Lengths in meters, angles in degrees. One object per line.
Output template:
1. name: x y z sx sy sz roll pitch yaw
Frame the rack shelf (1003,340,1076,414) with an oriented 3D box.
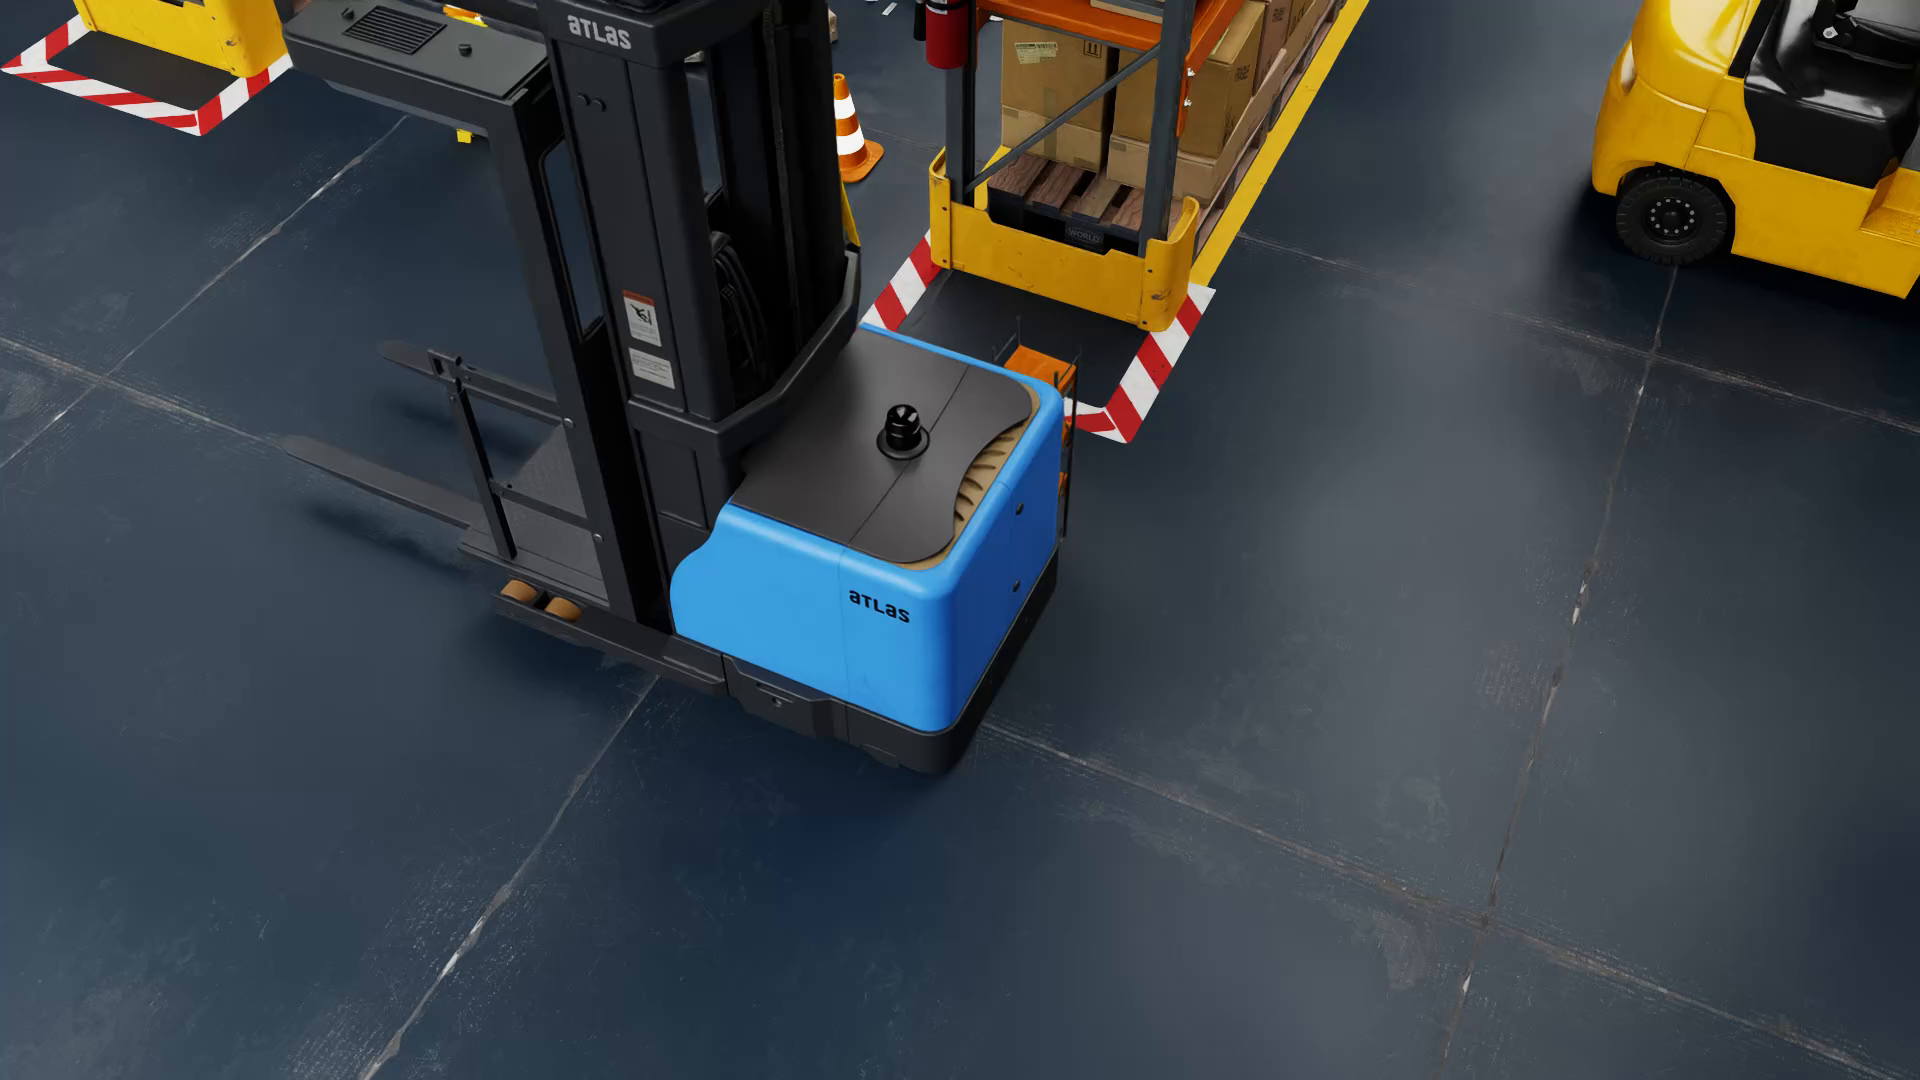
1. rack shelf: 0.266 -0.518 5.957 0.240 0.259 0.215 23 53 18

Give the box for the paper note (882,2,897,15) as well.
1. paper note: -0.380 -2.877 9.007 0.032 0.001 0.123 20 52 16

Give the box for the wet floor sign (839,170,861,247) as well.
1. wet floor sign: -0.636 -1.583 7.489 0.232 0.644 0.267 -37 59 -27

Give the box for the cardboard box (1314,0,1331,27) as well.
1. cardboard box: 1.672 -2.915 8.606 0.500 0.250 0.500 21 53 17

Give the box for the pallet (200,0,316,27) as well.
1. pallet: -3.835 -3.342 9.271 1.003 0.211 1.213 20 52 16

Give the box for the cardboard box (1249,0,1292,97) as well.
1. cardboard box: 1.236 -2.460 7.726 0.500 0.500 0.500 18 52 15

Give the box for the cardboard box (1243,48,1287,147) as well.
1. cardboard box: 1.232 -2.188 7.987 0.500 0.250 0.500 22 53 17

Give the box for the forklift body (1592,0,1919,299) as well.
1. forklift body: 4.063 -2.141 6.974 2.313 2.155 1.214 20 52 16

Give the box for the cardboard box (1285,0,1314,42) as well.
1. cardboard box: 1.458 -2.803 8.018 0.500 0.500 0.500 21 53 17

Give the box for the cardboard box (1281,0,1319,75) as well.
1. cardboard box: 1.454 -2.568 8.311 0.500 0.250 0.500 23 53 18

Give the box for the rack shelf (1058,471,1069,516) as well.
1. rack shelf: 0.264 -0.153 6.383 0.240 0.259 0.215 23 53 18

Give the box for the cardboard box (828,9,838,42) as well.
1. cardboard box: -0.854 -2.764 8.820 0.250 0.149 0.380 -28 55 -22

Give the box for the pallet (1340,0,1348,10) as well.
1. pallet: 1.867 -3.506 9.410 1.003 0.211 1.213 20 52 16

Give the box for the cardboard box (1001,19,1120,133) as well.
1. cardboard box: 0.519 -2.253 7.550 0.500 0.500 0.500 20 53 16

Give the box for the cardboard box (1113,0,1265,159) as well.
1. cardboard box: 1.017 -2.099 7.419 0.500 0.500 0.500 18 52 15

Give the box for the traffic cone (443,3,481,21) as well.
1. traffic cone: -2.595 -2.751 8.603 0.336 0.463 0.334 20 52 16

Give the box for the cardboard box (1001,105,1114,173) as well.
1. cardboard box: 0.525 -2.035 7.857 0.500 0.250 0.500 20 52 16

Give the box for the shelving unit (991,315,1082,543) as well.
1. shelving unit: 0.265 -0.340 6.164 0.252 1.050 0.215 23 53 18

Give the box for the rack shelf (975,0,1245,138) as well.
1. rack shelf: 1.267 -3.273 7.853 1.077 0.370 4.000 20 52 16

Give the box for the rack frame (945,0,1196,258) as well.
1. rack frame: 0.413 -2.129 6.407 1.000 3.000 0.127 20 52 16

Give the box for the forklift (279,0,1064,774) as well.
1. forklift: -1.191 -0.918 5.422 3.031 2.935 1.130 20 52 16

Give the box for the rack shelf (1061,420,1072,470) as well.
1. rack shelf: 0.265 -0.333 6.172 0.240 0.259 0.215 23 53 18

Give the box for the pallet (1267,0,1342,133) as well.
1. pallet: 1.347 -2.663 8.692 1.003 0.211 1.213 20 52 16

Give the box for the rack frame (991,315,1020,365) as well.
1. rack frame: 0.158 -0.386 6.203 0.008 1.050 0.200 23 53 18

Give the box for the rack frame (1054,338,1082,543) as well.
1. rack frame: 0.371 -0.295 6.126 0.008 1.050 0.200 23 53 18

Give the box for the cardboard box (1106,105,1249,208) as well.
1. cardboard box: 1.007 -1.839 7.690 0.500 0.250 0.500 19 52 16

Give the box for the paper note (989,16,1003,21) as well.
1. paper note: 0.203 -2.852 8.971 0.142 0.019 0.148 4 50 3

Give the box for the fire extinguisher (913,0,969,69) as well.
1. fire extinguisher: -0.053 -2.175 6.497 0.296 0.674 0.183 20 52 16

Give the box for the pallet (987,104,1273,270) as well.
1. pallet: 0.824 -1.826 7.980 1.003 0.211 1.213 20 52 16

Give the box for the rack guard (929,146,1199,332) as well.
1. rack guard: 0.445 -1.371 7.404 1.175 0.500 0.348 20 52 16

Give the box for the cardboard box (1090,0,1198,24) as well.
1. cardboard box: 0.745 -2.214 6.644 0.380 0.149 0.250 20 52 16

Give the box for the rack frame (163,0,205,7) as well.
1. rack frame: -4.106 -3.670 7.718 1.000 3.000 0.127 20 52 16

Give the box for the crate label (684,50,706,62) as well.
1. crate label: -1.439 -2.606 8.692 0.250 0.136 0.298 -4 50 -3

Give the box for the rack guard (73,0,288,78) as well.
1. rack guard: -4.116 -2.843 8.656 1.175 0.500 0.348 20 52 16

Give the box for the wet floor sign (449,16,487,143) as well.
1. wet floor sign: -2.328 -2.243 8.050 0.267 0.644 0.232 12 51 10

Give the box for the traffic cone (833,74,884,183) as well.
1. traffic cone: -0.570 -2.023 7.982 0.336 0.463 0.334 20 52 16
